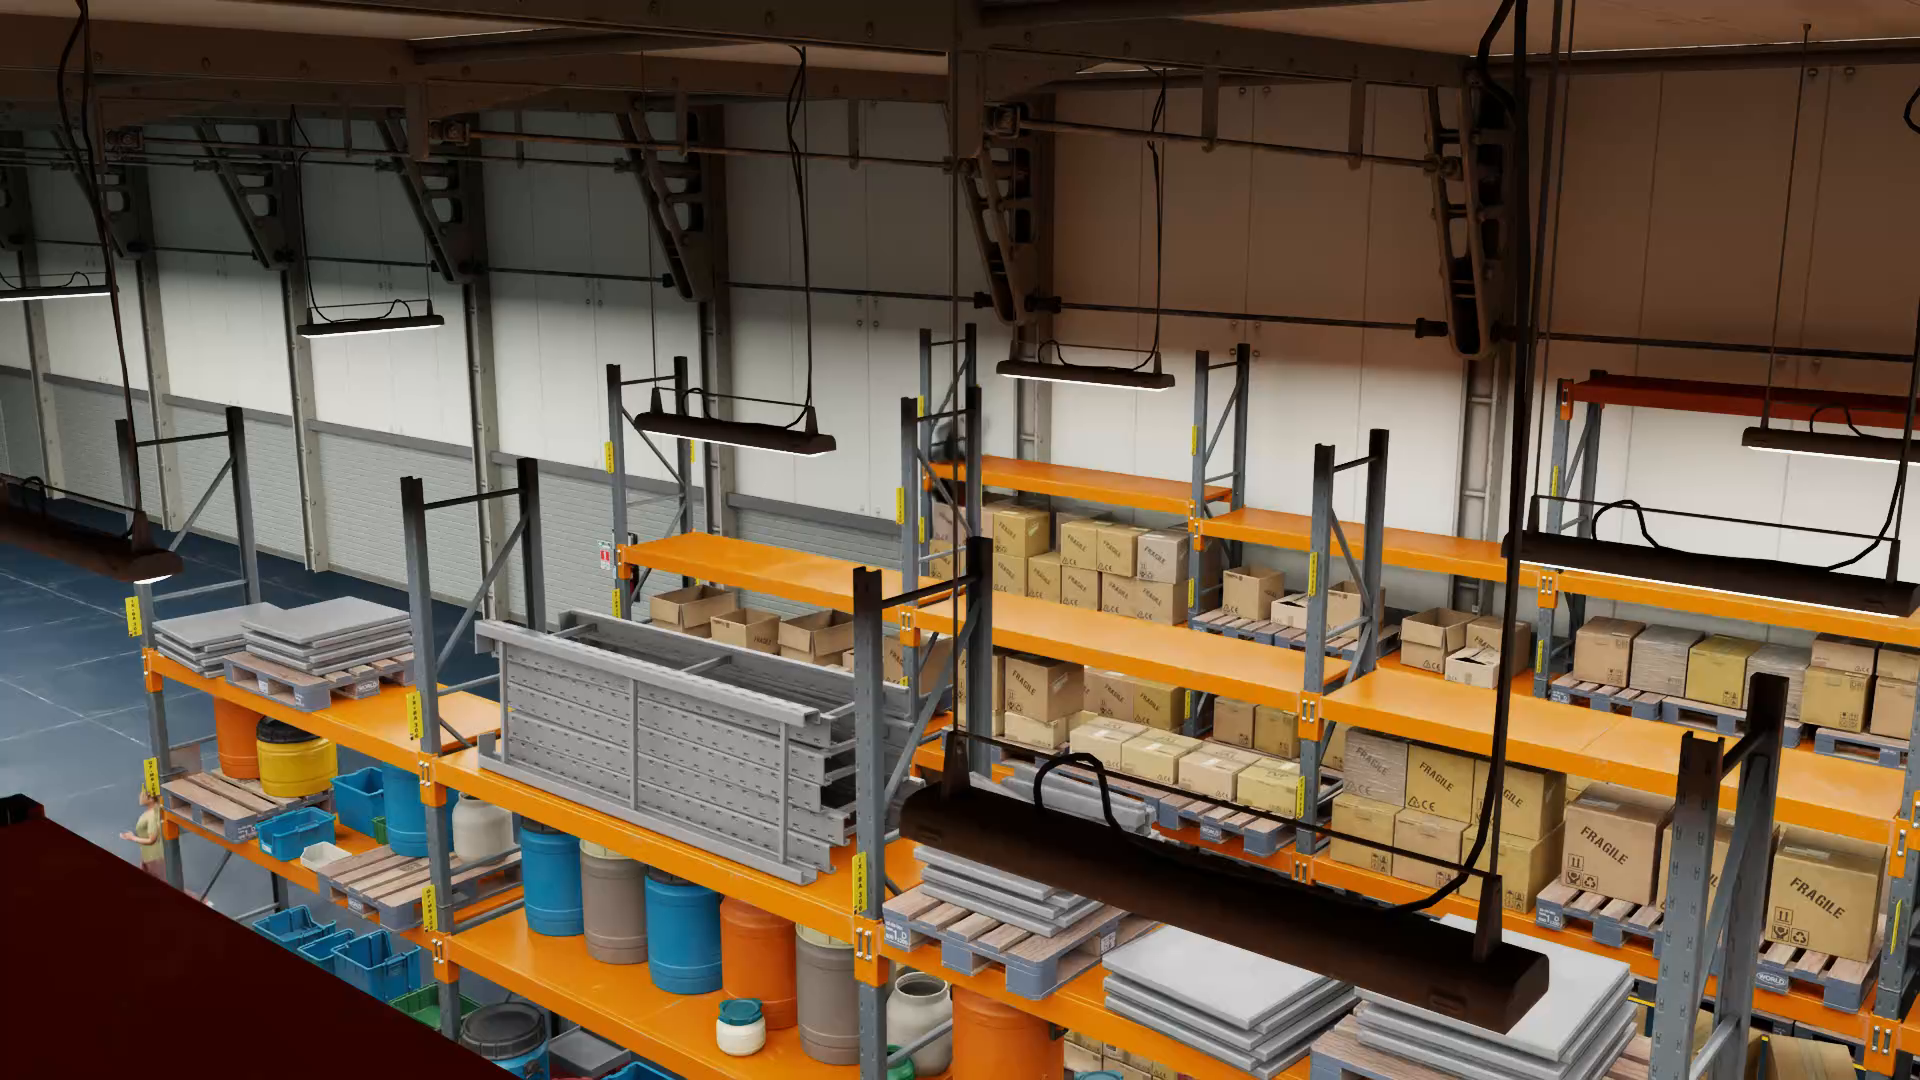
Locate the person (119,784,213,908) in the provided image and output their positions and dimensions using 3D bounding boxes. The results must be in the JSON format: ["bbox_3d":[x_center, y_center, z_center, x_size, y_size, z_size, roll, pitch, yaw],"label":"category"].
[{"bbox_3d":[-8.472,3.347,17.543,0.970,1.651,0.575,-6,14,-24],"label":"person"}]
